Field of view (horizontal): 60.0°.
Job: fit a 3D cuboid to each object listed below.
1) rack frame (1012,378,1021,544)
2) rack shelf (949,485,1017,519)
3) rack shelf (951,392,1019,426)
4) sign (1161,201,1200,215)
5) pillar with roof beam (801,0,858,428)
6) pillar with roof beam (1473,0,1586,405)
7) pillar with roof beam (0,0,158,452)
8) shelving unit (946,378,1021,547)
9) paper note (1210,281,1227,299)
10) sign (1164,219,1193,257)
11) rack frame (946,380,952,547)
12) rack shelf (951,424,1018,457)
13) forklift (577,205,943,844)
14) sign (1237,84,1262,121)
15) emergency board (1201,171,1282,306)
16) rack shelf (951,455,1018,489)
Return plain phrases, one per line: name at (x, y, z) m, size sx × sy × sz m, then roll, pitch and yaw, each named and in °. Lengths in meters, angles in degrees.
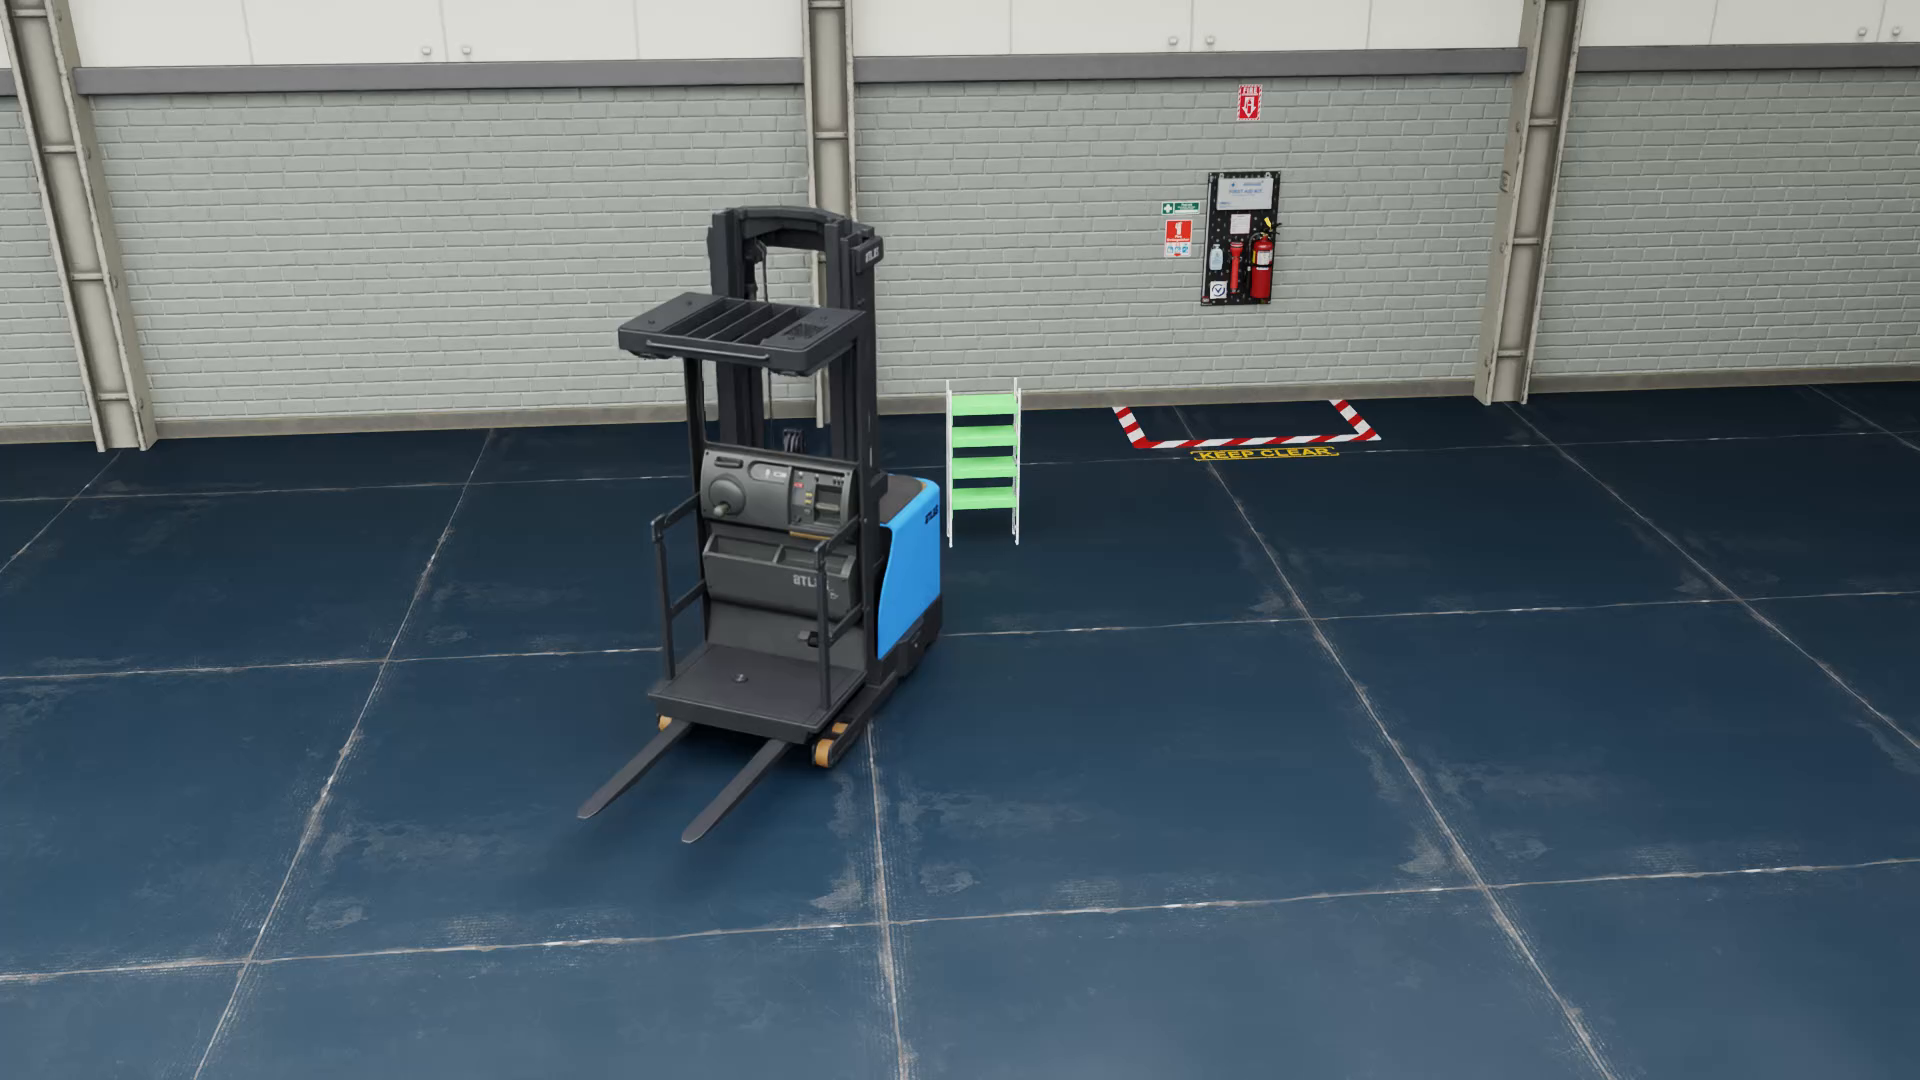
rack frame at (0.408, -0.565, 12.043) m, size 0.015 × 1.200 × 0.240 m, roll -2°, pitch 24°, yaw -5°
rack shelf at (0.165, -0.277, 12.145) m, size 0.480 × 0.148 × 0.258 m, roll -2°, pitch 24°, yaw -5°
rack shelf at (0.165, -0.935, 11.852) m, size 0.480 × 0.148 × 0.258 m, roll -2°, pitch 24°, yaw -5°
sign at (1.893, -2.847, 14.267) m, size 0.331 × 0.109 × 0.001 m, roll -2°, pitch 24°, yaw -5°
pillar with roof beam at (-0.637, -3.418, 8.860) m, size 0.400 × 9.000 × 9.100 m, roll -2°, pitch 24°, yaw -5°
pillar with roof beam at (5.334, -3.657, 9.399) m, size 0.400 × 9.000 × 9.100 m, roll -2°, pitch 24°, yaw -5°
pillar with roof beam at (-6.608, -3.178, 8.321) m, size 0.400 × 9.000 × 9.100 m, roll -2°, pitch 24°, yaw -5°
shelving unit at (0.165, -0.555, 12.021) m, size 0.503 × 1.200 × 0.258 m, roll -2°, pitch 24°, yaw -5°
paper note at (2.265, -2.191, 14.571) m, size 0.142 × 0.148 × 0.016 m, roll -2°, pitch 24°, yaw -5°
sign at (1.888, -2.609, 14.382) m, size 0.234 × 0.329 × 0.001 m, roll -2°, pitch 24°, yaw -5°
rack frame at (-0.078, -0.545, 11.999) m, size 0.015 × 1.200 × 0.240 m, roll -2°, pitch 24°, yaw -5°
rack shelf at (0.165, -0.716, 11.950) m, size 0.480 × 0.148 × 0.258 m, roll -2°, pitch 24°, yaw -5°
forklift at (-1.113, -0.246, 9.194) m, size 1.130 × 2.935 × 3.031 m, roll 9°, pitch 25°, yaw 19°
sign at (2.430, -3.672, 13.964) m, size 0.199 × 0.298 × 0.001 m, roll -2°, pitch 24°, yaw -5°
emergency board at (2.448, -2.573, 14.345) m, size 0.643 × 1.169 × 0.194 m, roll -2°, pitch 24°, yaw -5°
rack shelf at (0.165, -0.496, 12.047) m, size 0.480 × 0.148 × 0.258 m, roll -2°, pitch 24°, yaw -5°
